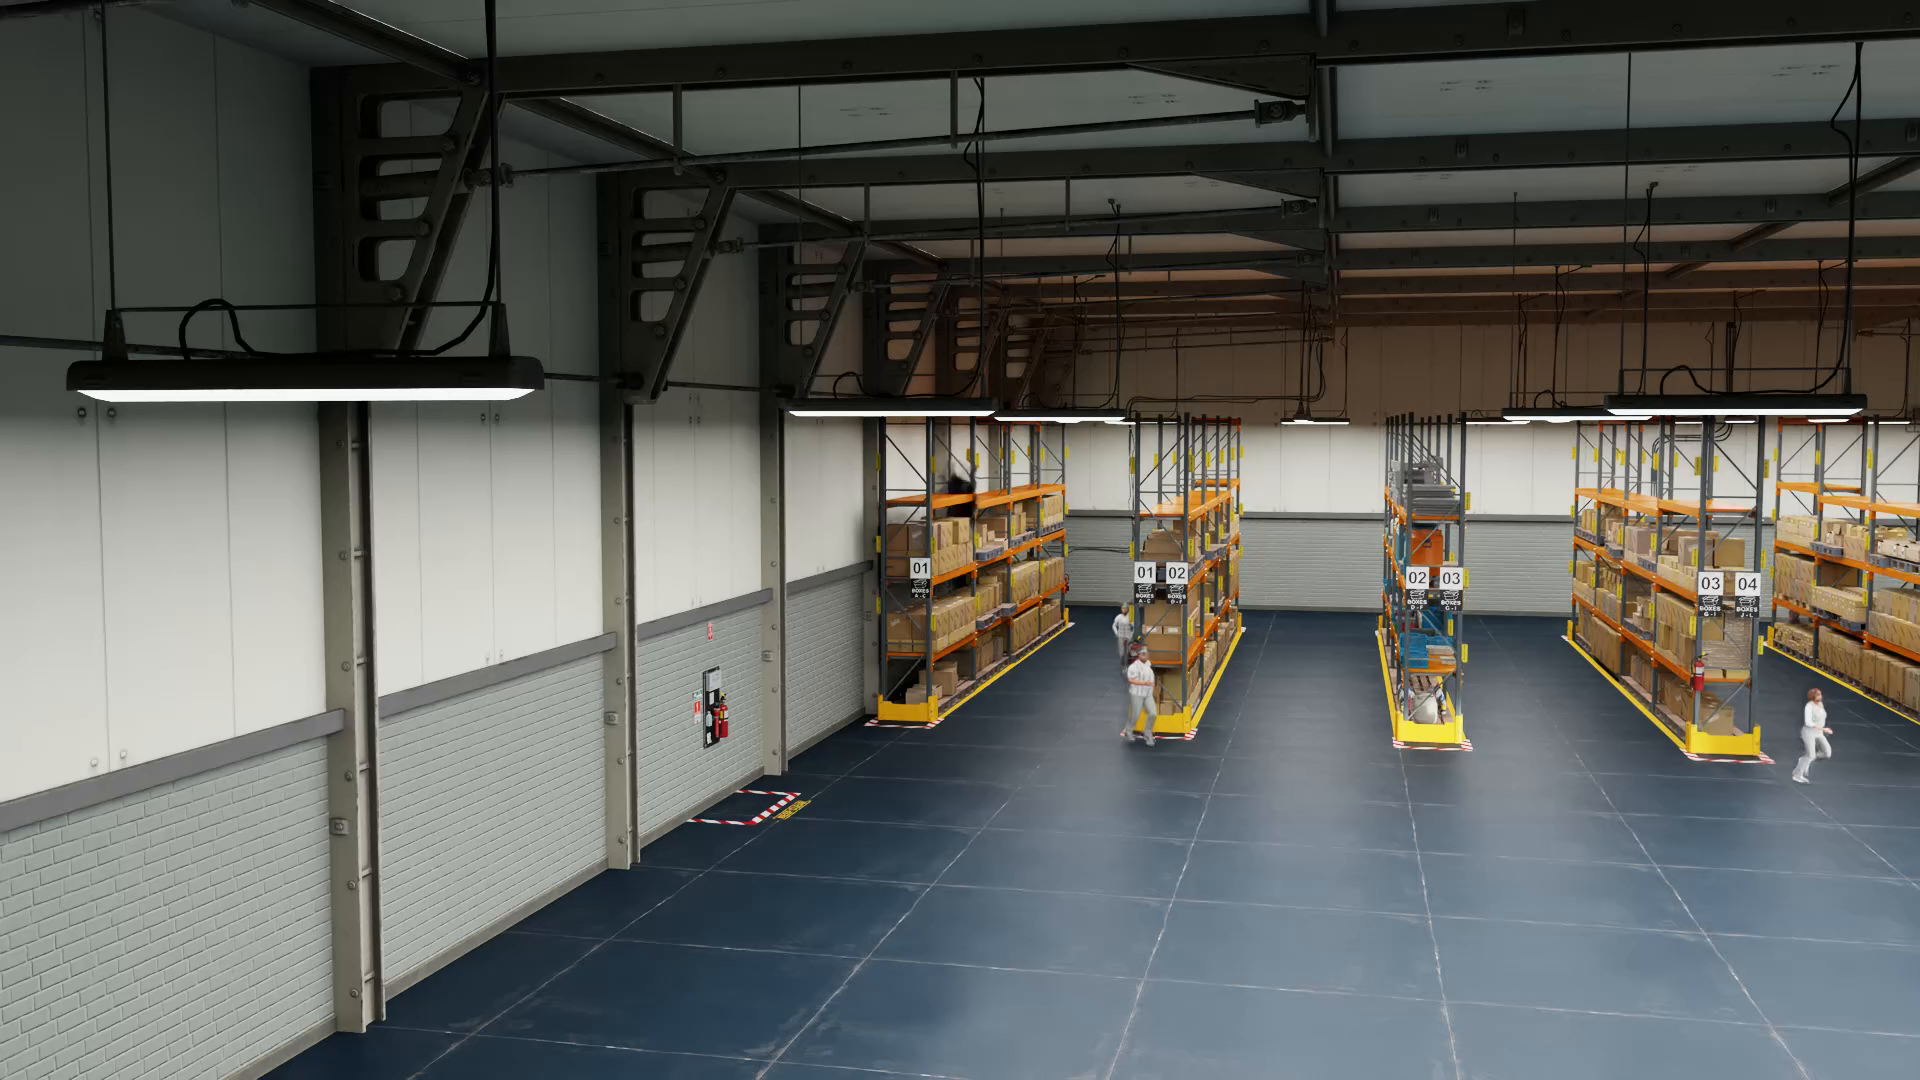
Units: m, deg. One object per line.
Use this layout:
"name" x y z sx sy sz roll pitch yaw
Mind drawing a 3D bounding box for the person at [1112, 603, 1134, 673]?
"person" 3.830 2.276 38.743 0.585 1.649 0.566 1 4 9

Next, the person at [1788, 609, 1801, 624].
"person" 22.483 1.806 44.766 0.937 1.709 0.663 -1 4 -13

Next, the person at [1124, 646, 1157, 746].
"person" 3.295 2.829 30.044 0.686 1.866 0.772 -3 5 -34

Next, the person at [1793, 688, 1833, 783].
"person" 13.733 3.142 26.691 0.568 1.556 0.644 -2 5 -32
